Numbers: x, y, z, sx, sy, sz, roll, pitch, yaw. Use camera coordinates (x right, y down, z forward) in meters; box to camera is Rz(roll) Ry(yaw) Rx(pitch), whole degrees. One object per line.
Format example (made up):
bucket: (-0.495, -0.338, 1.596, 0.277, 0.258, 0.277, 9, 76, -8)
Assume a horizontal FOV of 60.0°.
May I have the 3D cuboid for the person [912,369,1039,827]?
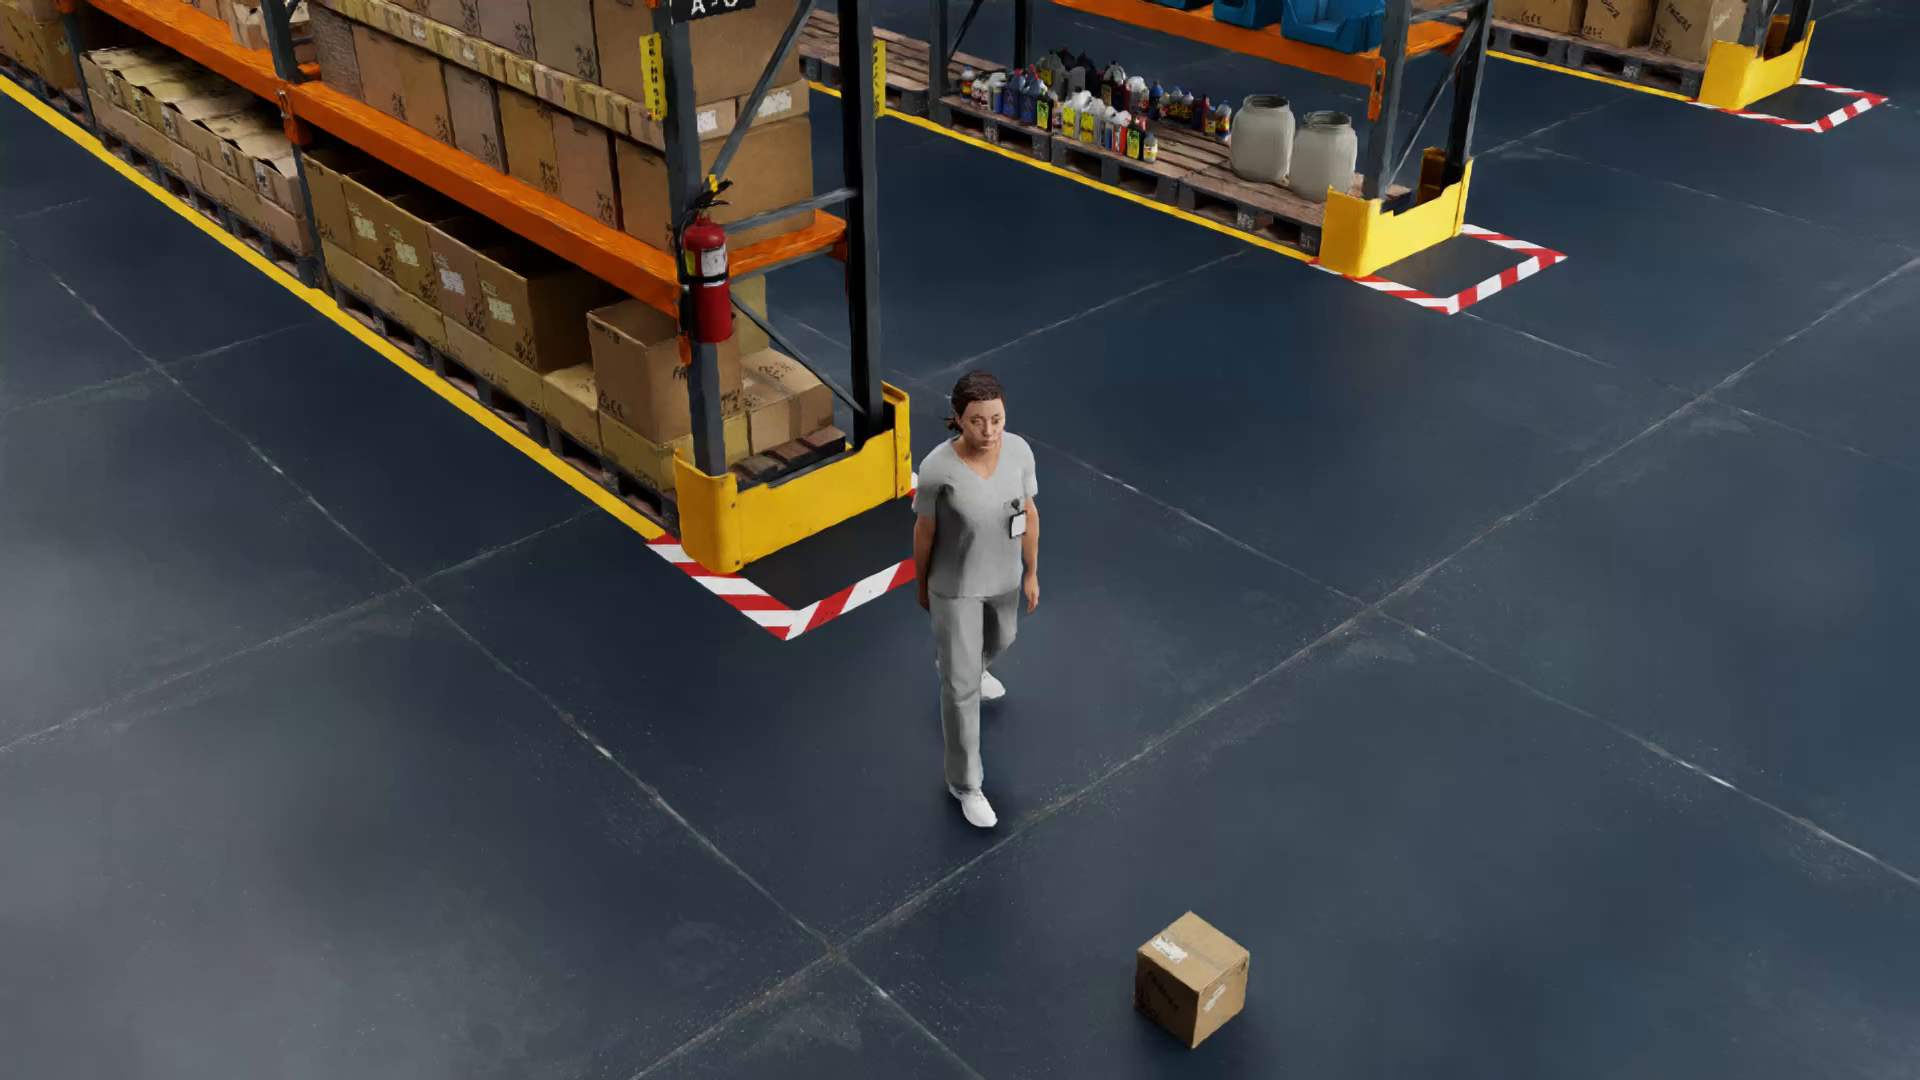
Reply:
person: (0.049, 0.112, 5.957, 0.488, 1.656, 0.863, -15, 35, -23)
